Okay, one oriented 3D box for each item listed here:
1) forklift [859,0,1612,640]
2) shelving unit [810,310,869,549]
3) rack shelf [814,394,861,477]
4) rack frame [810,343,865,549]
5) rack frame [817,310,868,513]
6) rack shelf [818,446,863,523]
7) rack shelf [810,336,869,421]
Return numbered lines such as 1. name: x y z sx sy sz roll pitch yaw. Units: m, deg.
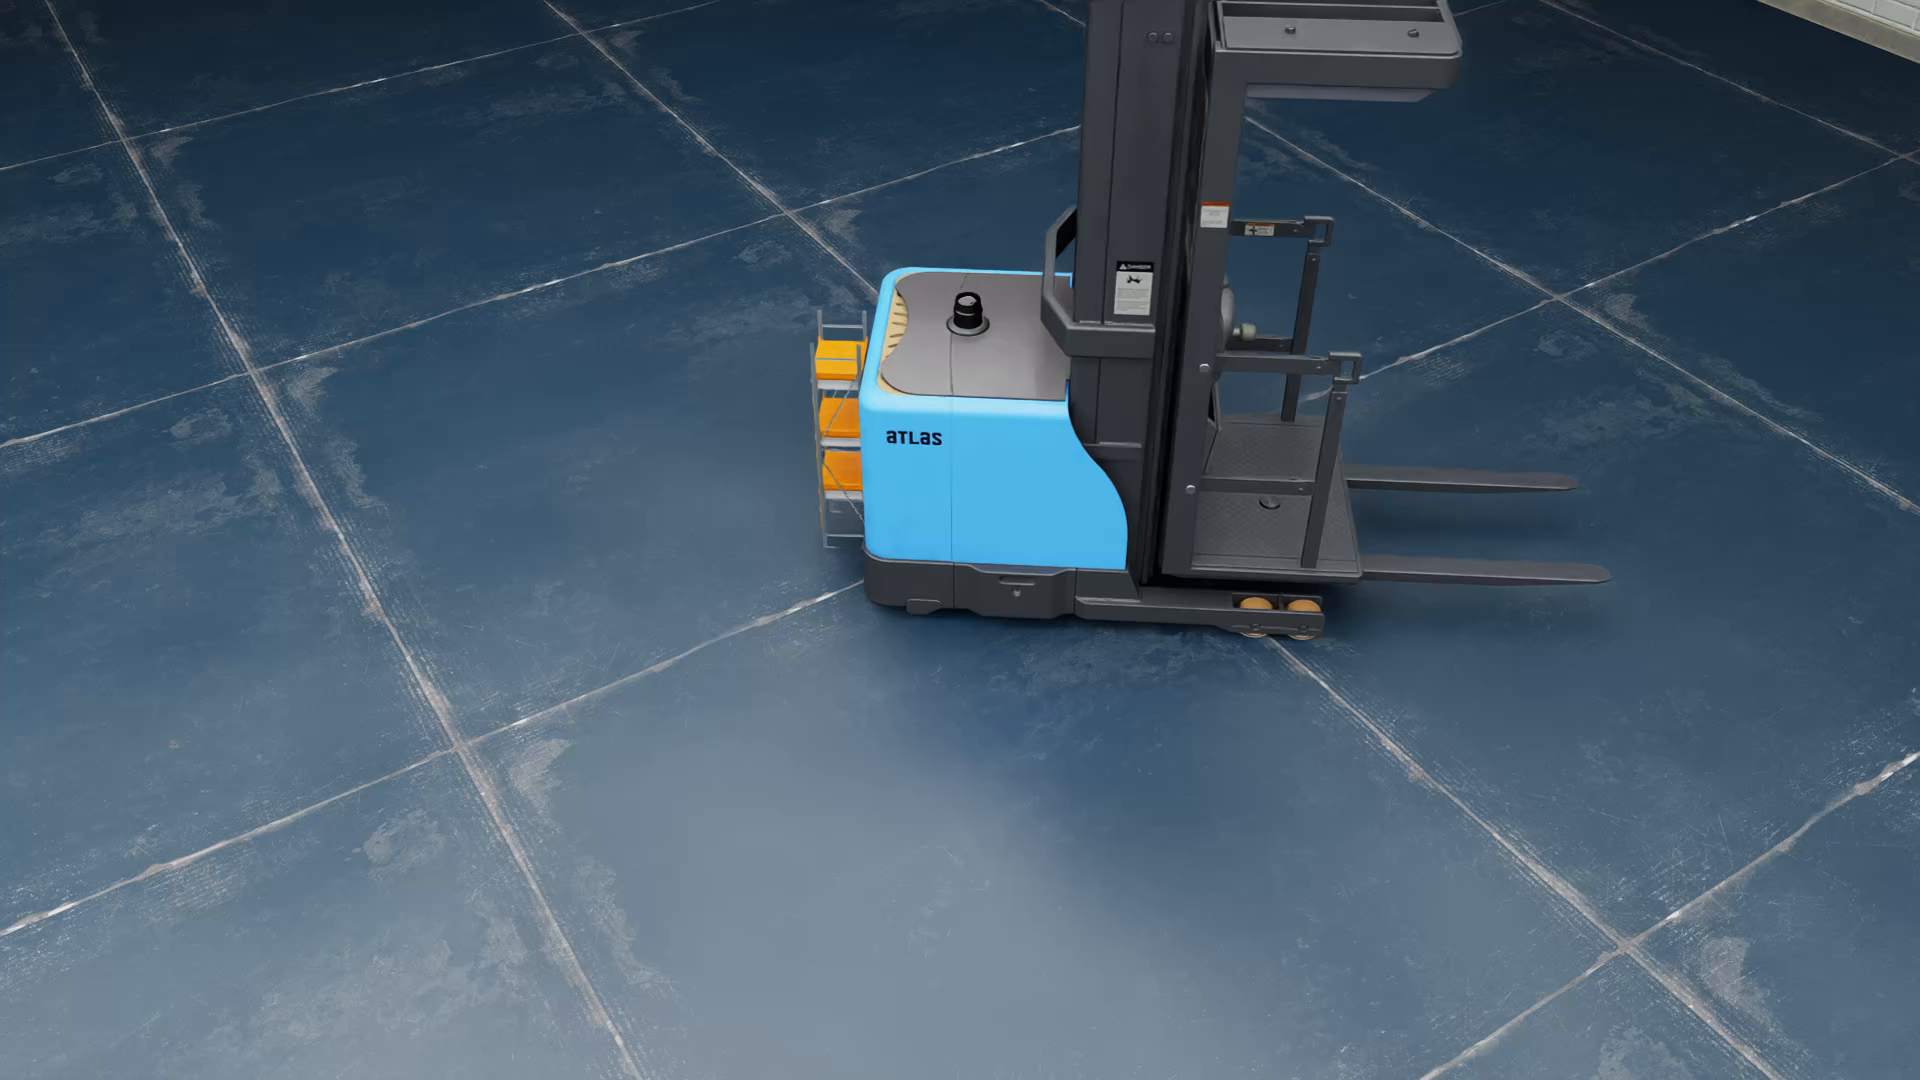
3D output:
1. forklift: 1.144 -1.075 6.251 3.031 2.935 1.130 3 40 3
2. shelving unit: -0.484 -0.445 6.964 0.215 1.050 0.252 2 40 2
3. rack shelf: -0.484 -0.437 6.971 0.215 0.259 0.240 2 40 2
4. rack frame: -0.491 -0.367 6.871 0.200 1.050 0.008 2 40 2
5. rack frame: -0.478 -0.523 7.058 0.200 1.050 0.008 2 40 2
6. rack shelf: -0.484 -0.224 7.149 0.215 0.259 0.240 2 40 2
7. rack shelf: -0.484 -0.655 6.789 0.215 0.259 0.240 2 40 2
